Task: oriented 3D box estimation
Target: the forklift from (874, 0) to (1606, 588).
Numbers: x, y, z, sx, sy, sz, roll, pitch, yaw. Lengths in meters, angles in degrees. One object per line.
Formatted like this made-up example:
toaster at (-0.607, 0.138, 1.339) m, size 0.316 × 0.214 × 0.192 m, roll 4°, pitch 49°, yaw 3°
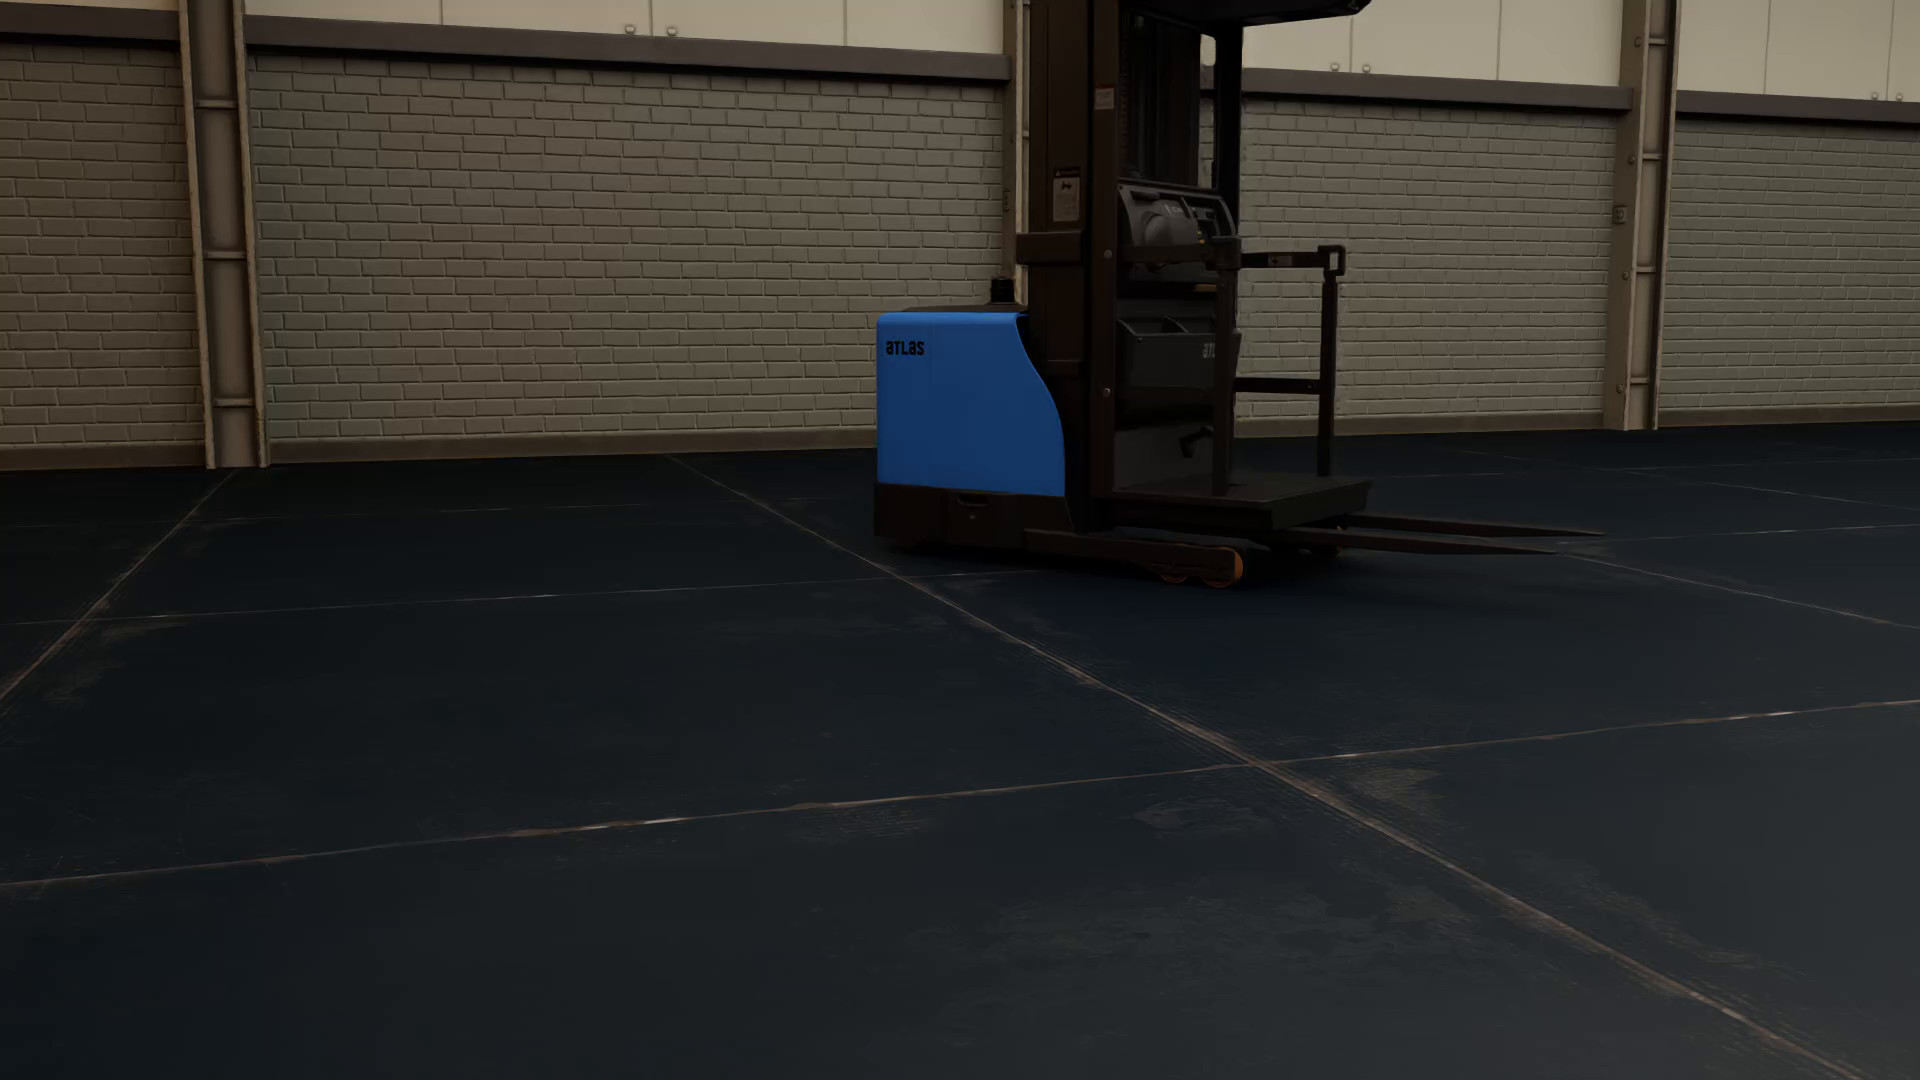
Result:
forklift at (1.097, -1.343, 6.921) m, size 3.031 × 2.935 × 1.130 m, roll 6°, pitch 10°, yaw 36°
